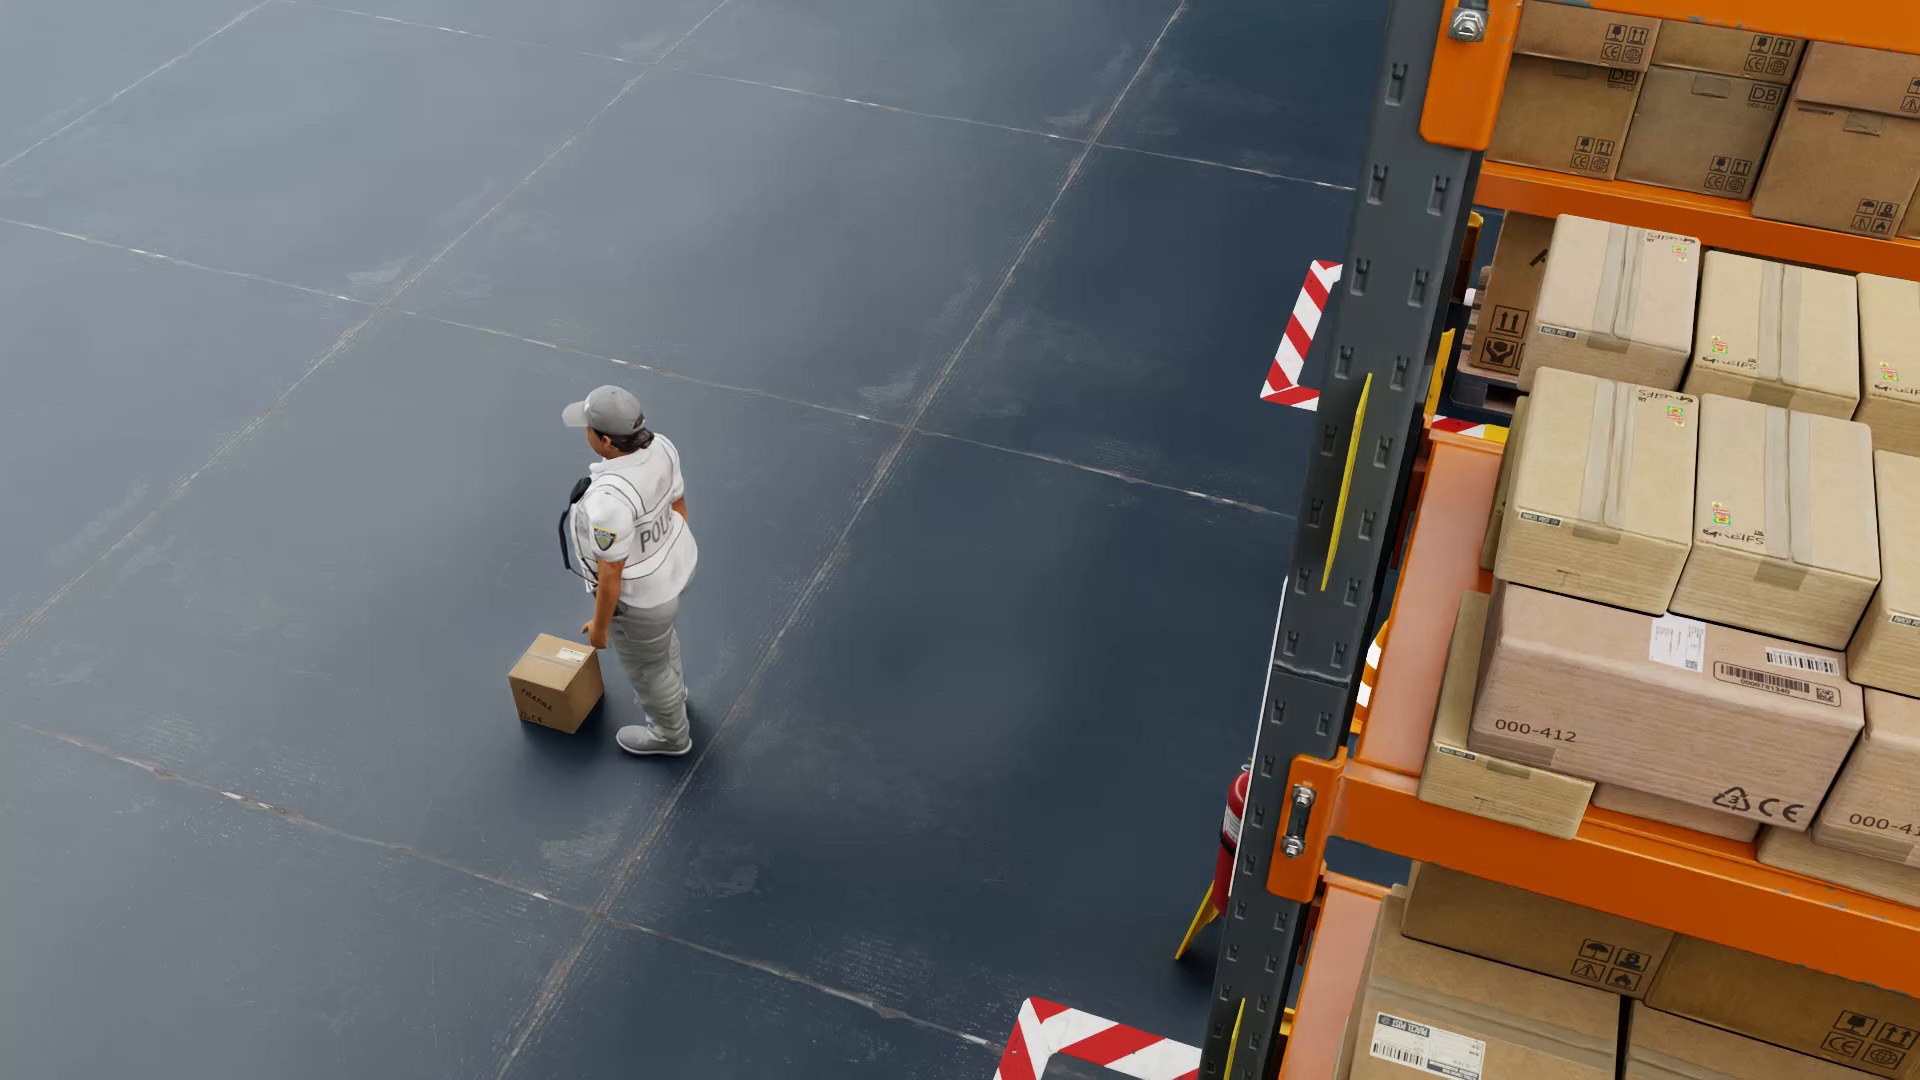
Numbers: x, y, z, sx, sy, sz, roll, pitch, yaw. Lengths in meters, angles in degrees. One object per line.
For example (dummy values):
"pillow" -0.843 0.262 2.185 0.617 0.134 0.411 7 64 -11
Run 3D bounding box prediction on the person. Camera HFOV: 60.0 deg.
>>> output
"person" -1.181 0.180 5.998 0.449 1.733 0.513 9 42 10
